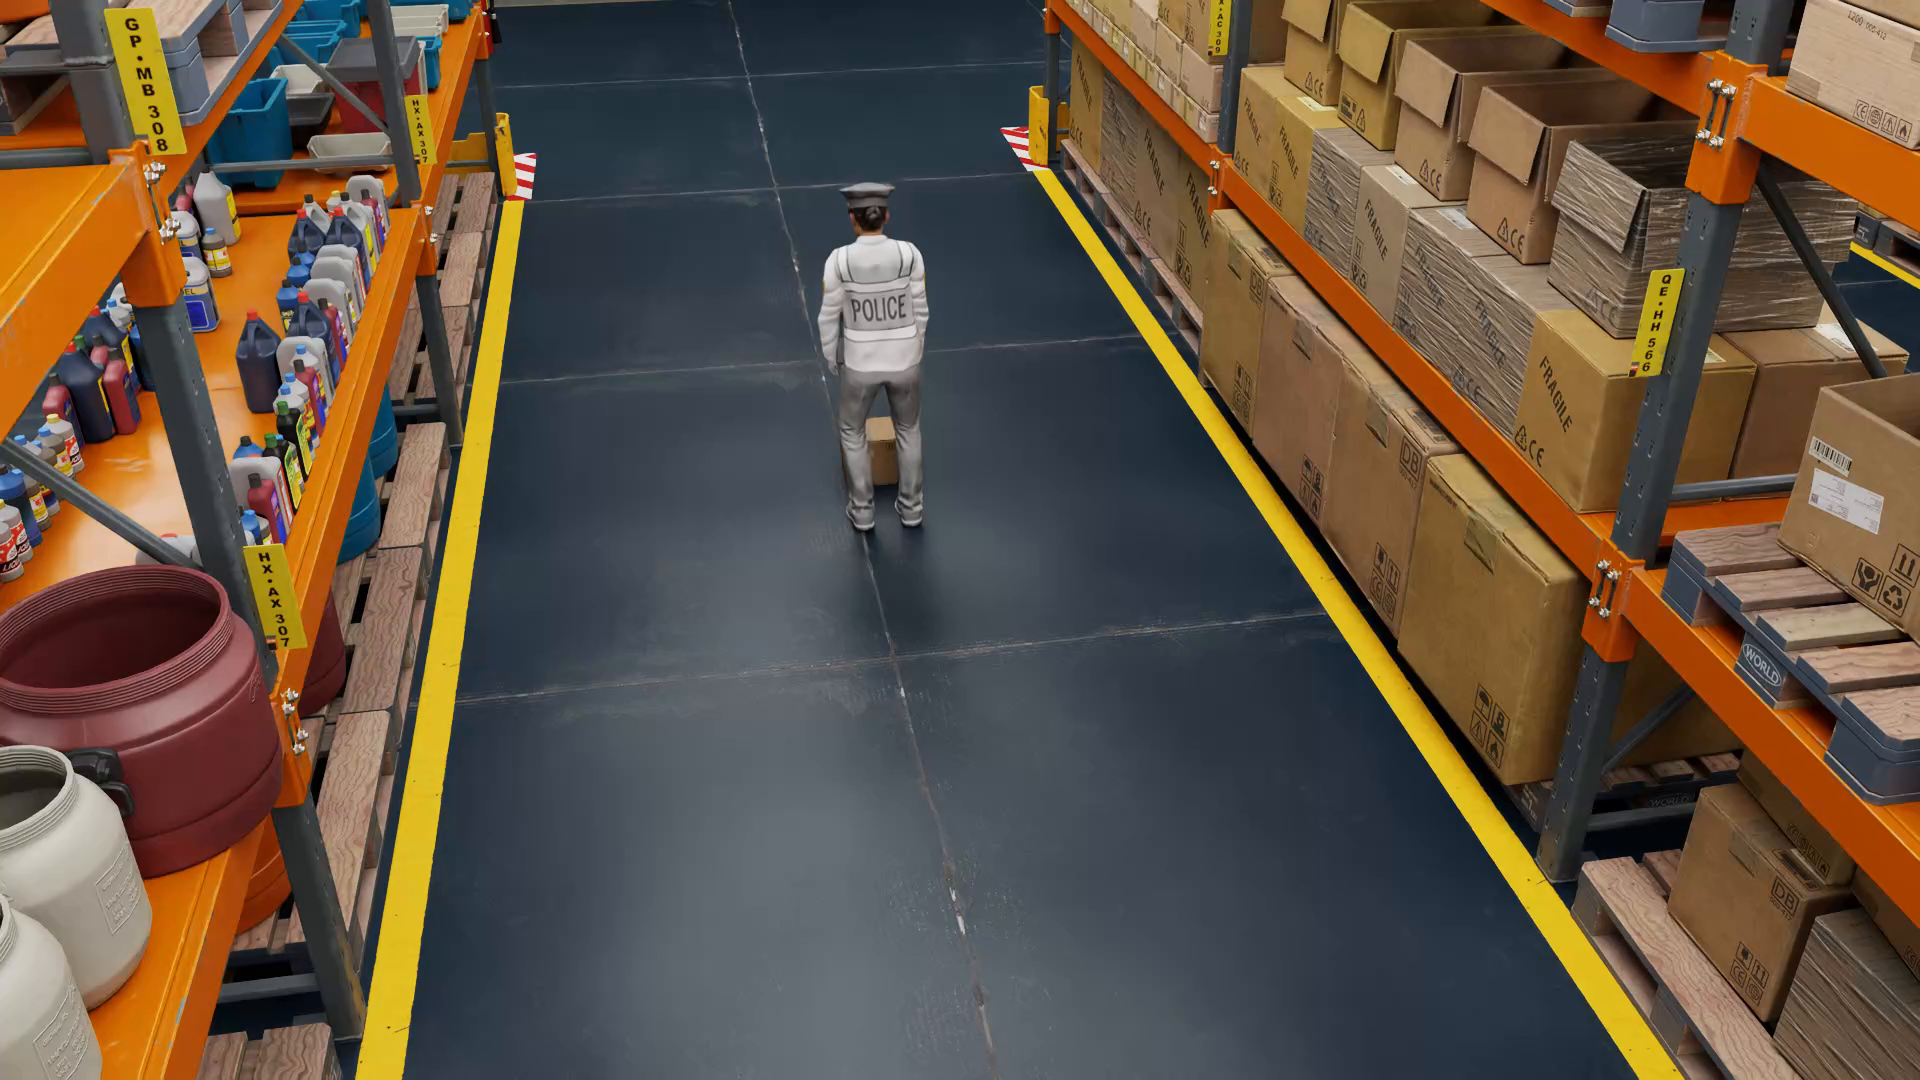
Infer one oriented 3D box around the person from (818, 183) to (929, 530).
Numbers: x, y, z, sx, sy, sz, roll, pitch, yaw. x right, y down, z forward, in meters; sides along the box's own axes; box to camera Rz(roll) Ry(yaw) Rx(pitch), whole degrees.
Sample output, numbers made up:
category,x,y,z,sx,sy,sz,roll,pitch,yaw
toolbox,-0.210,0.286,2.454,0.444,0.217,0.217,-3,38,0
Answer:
category,x,y,z,sx,sy,sz,roll,pitch,yaw
person,-0.387,-0.803,7.517,0.496,1.635,0.428,-5,31,-8
